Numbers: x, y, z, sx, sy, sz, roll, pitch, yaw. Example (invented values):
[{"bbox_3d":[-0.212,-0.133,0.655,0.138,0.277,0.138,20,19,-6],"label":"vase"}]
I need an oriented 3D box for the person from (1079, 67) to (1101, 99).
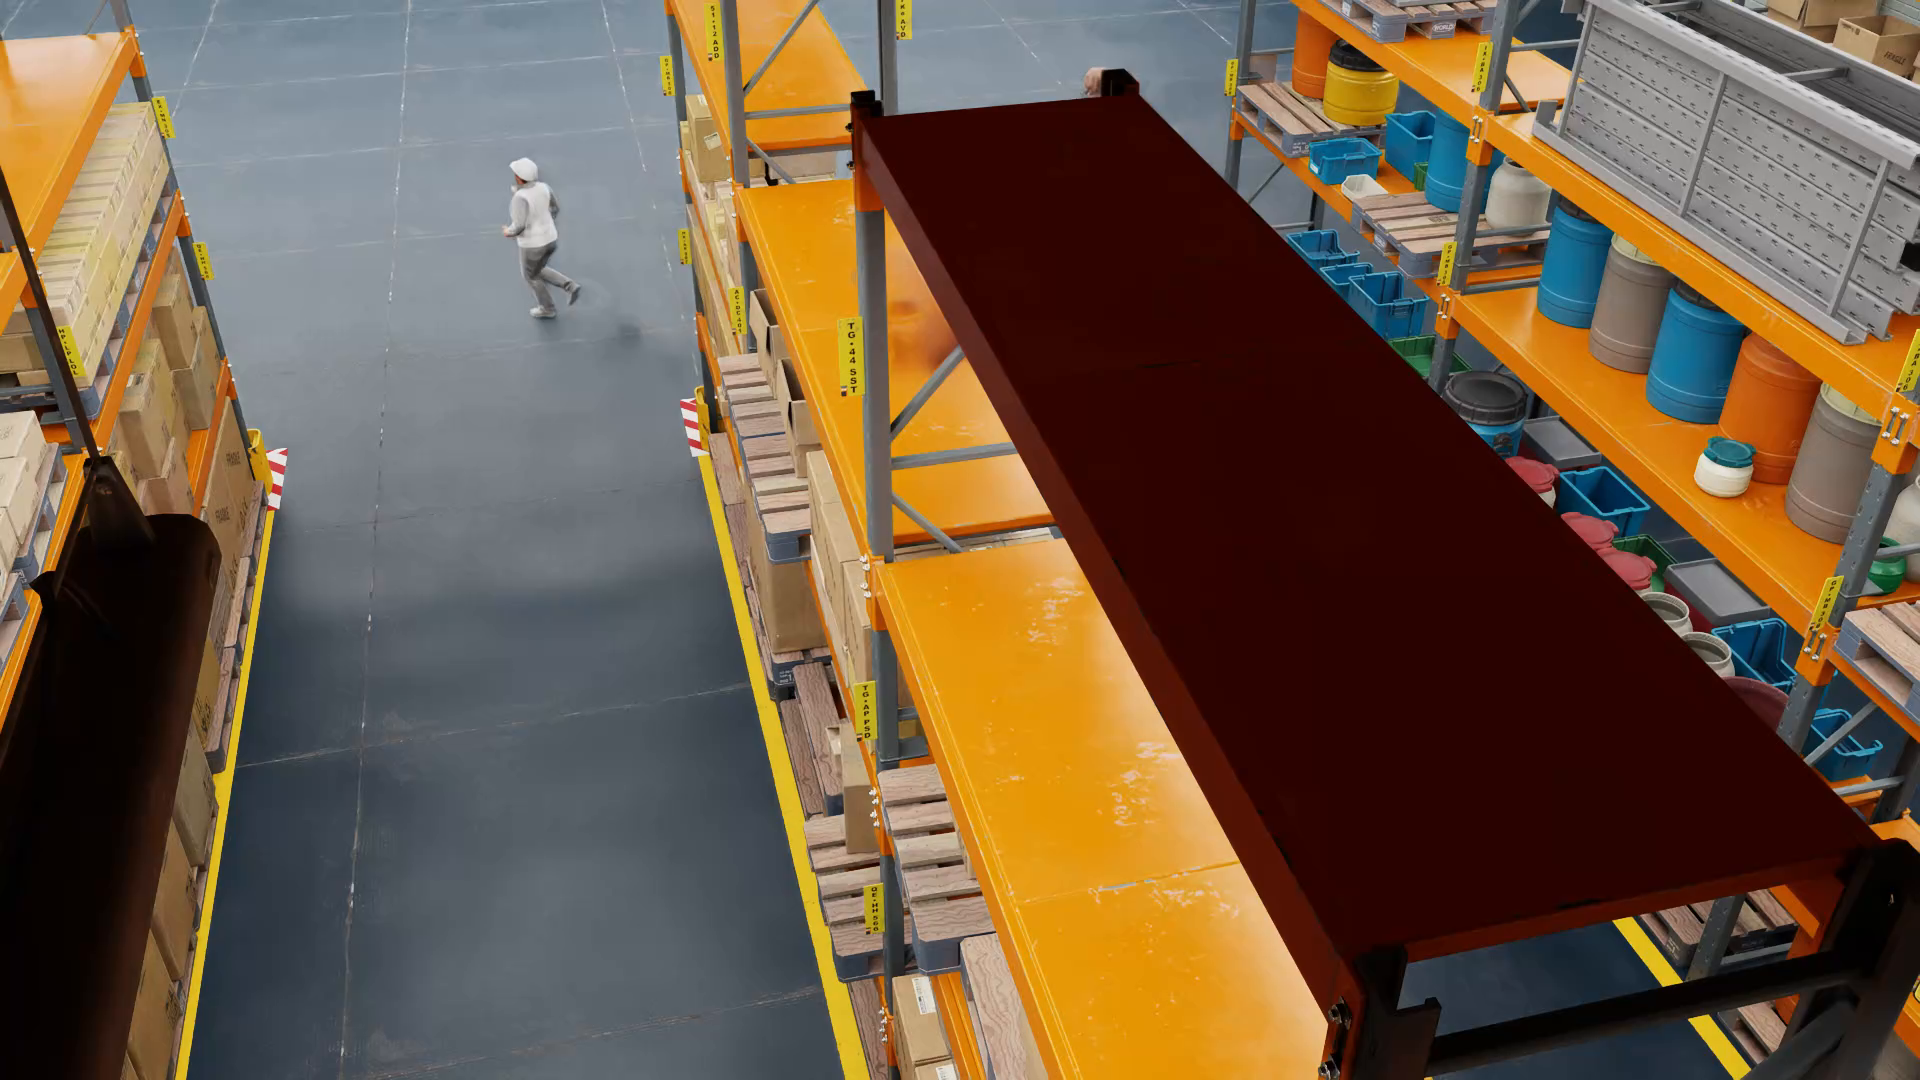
[{"bbox_3d":[1.509,-4.544,19.112,1.040,1.791,0.708,3,35,4],"label":"person"}]

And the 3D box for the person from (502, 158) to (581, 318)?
[{"bbox_3d":[-4.332,-3.066,17.049,0.633,1.747,0.658,14,37,19],"label":"person"}]
